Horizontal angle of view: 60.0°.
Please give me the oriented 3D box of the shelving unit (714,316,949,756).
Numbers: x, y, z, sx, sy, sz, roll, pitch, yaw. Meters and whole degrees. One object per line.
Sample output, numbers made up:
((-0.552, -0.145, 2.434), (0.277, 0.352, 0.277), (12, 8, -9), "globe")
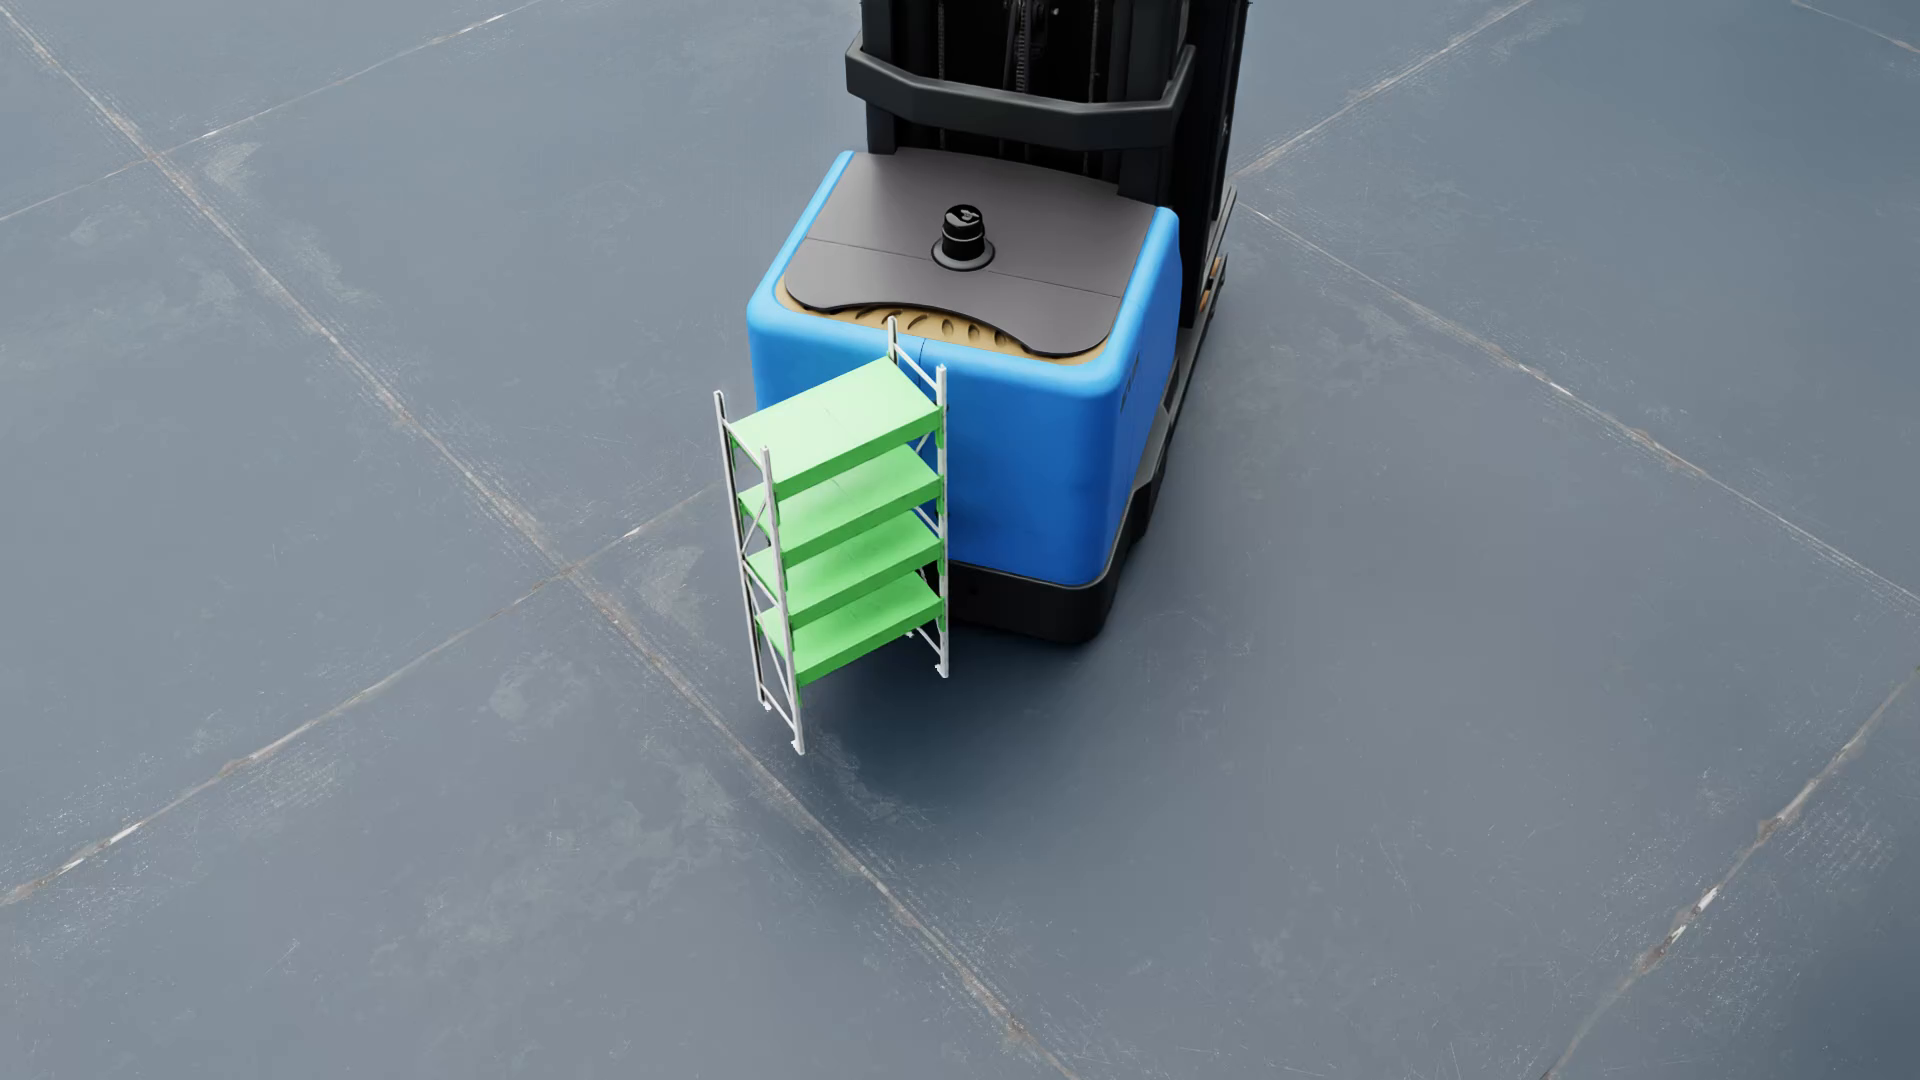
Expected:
((-0.308, 0.026, 4.410), (0.503, 1.200, 0.258), (-27, 53, -22), "shelving unit")

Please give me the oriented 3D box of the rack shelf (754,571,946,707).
((-0.308, 0.232, 4.633), (0.480, 0.148, 0.258), (-27, 53, -22), "rack shelf")

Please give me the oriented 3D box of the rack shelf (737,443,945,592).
((-0.308, -0.093, 4.280), (0.480, 0.148, 0.258), (-27, 53, -22), "rack shelf")

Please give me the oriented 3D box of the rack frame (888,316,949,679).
((-0.107, -0.075, 4.503), (0.015, 1.200, 0.240), (-27, 53, -22), "rack frame")

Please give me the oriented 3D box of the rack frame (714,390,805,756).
((-0.510, 0.127, 4.317), (0.015, 1.200, 0.240), (-27, 53, -22), "rack frame")

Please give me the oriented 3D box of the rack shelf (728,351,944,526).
((-0.308, -0.256, 4.104), (0.480, 0.148, 0.258), (-27, 53, -22), "rack shelf")

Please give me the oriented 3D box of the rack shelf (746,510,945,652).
((-0.308, 0.069, 4.457), (0.480, 0.148, 0.258), (-27, 53, -22), "rack shelf")

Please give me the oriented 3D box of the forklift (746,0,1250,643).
((0.335, -1.800, 4.917), (1.130, 2.935, 3.031), (13, 49, 11), "forklift")
